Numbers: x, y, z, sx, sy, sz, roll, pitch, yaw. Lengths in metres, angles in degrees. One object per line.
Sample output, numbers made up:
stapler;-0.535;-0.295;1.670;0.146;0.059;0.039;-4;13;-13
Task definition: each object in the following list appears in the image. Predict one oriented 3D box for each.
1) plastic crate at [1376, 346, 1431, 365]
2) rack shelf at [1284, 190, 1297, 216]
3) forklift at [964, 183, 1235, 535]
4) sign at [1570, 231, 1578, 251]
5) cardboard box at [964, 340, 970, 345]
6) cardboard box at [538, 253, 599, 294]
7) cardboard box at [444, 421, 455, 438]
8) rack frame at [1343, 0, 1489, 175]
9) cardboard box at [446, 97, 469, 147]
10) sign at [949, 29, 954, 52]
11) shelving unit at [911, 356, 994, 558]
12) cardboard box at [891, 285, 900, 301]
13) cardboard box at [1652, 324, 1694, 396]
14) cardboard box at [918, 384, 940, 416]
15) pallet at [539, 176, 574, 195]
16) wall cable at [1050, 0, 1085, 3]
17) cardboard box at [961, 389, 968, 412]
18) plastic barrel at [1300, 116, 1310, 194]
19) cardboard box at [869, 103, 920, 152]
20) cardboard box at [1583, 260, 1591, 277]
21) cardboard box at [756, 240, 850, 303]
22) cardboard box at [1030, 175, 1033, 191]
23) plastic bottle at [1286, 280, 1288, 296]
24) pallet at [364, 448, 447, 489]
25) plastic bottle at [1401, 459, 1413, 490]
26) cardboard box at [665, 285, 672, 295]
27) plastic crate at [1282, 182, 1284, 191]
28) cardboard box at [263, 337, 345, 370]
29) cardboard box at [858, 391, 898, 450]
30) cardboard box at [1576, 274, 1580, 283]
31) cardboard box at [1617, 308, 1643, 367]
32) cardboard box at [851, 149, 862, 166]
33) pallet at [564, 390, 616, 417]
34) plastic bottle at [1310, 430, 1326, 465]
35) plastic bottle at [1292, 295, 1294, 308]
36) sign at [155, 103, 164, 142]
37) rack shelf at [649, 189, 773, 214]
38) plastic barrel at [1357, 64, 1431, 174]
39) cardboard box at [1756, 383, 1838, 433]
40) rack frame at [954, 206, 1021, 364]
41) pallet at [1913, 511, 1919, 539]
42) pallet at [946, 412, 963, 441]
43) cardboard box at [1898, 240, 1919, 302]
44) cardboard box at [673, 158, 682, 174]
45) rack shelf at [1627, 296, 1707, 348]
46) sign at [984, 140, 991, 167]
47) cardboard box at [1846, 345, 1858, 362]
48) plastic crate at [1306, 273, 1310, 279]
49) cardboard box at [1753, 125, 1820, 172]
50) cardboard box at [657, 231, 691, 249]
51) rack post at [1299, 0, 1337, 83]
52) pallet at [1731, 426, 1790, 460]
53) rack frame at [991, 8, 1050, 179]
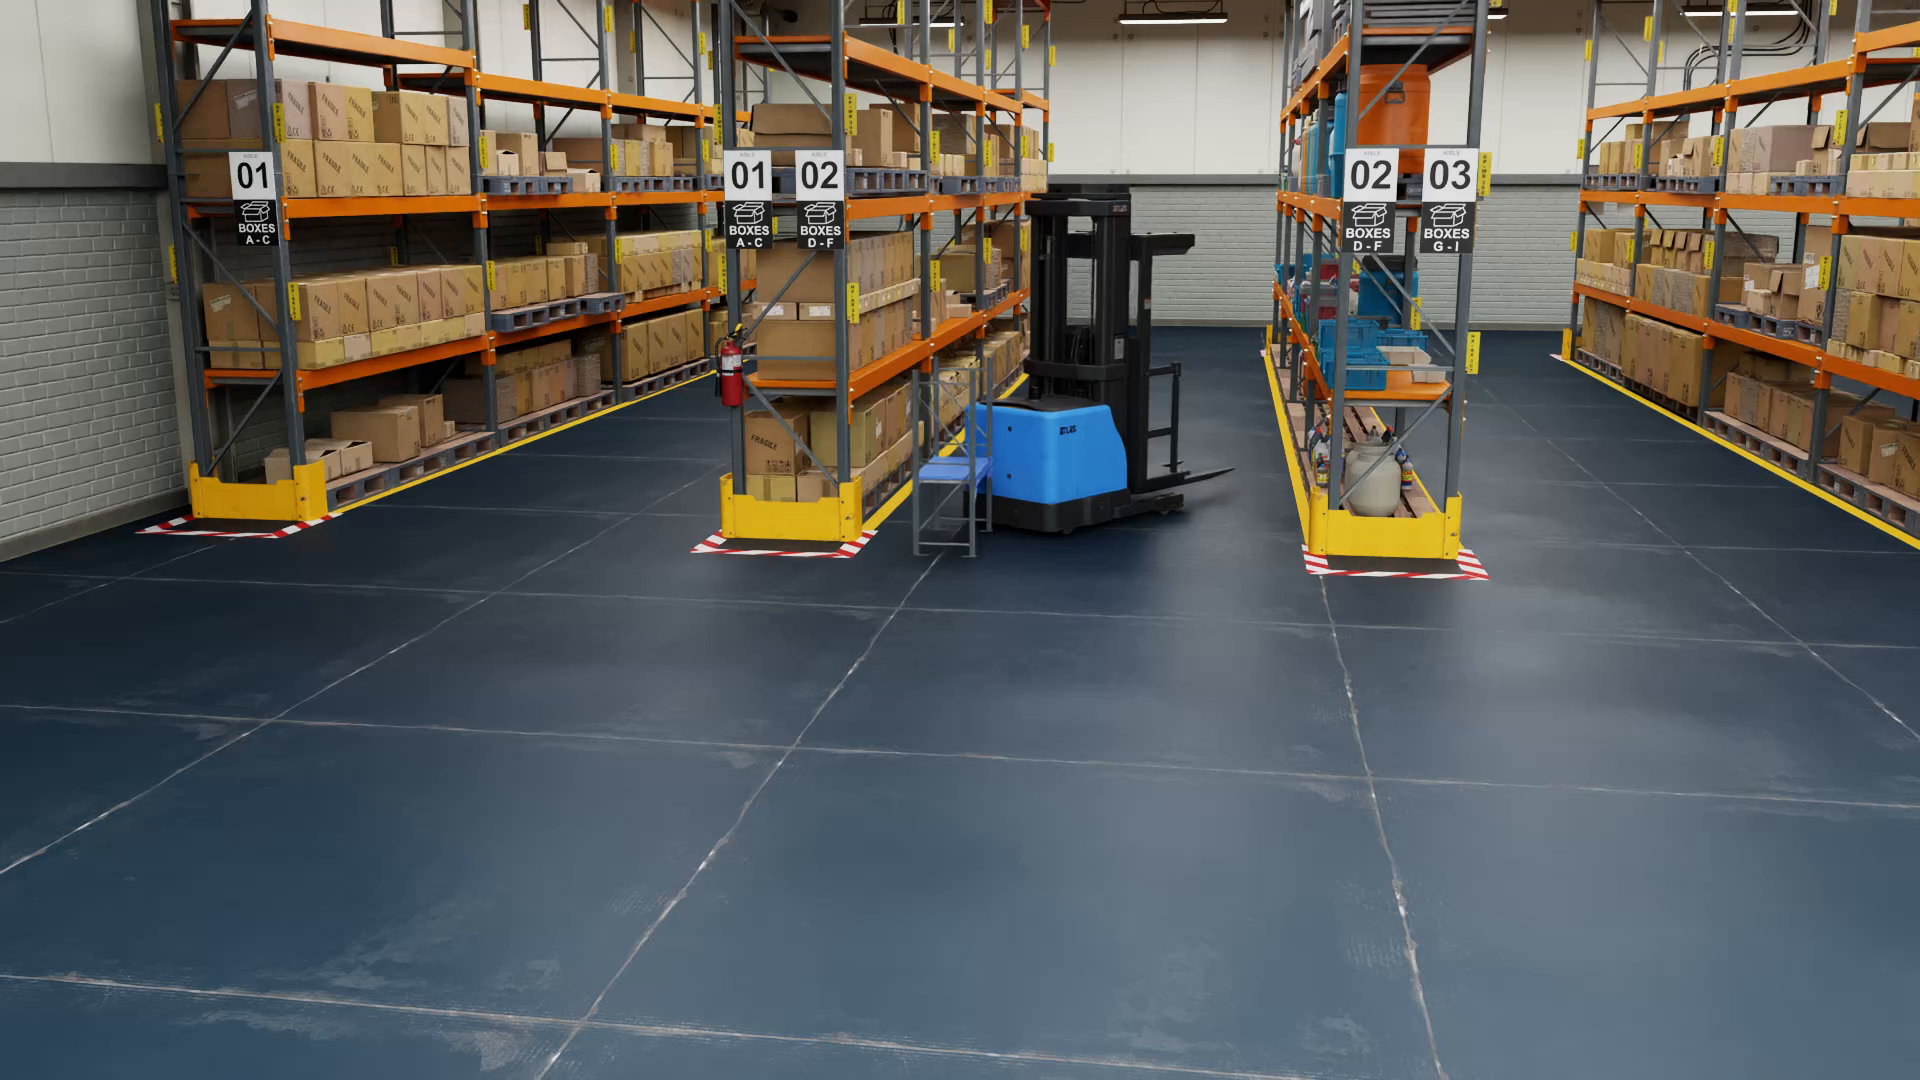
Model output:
plastic crate;4.082;-1.706;15.414;0.530;0.136;0.437;2;12;9
rack shelf;5.004;-4.544;22.548;1.077;0.370;4.000;2;12;9
forklift;1.401;-1.726;15.045;1.130;2.935;3.031;11;16;42
sign;10.273;-4.999;27.829;0.100;0.325;0.005;2;12;9
cardboard box;-0.131;-2.587;23.768;0.500;0.500;0.500;1;12;7
cardboard box;-5.155;-3.500;21.833;0.700;0.500;0.500;0;12;2
cardboard box;-5.761;-1.219;18.213;0.380;0.166;0.250;0;12;1
rack frame;3.466;-4.281;12.497;1.000;3.000;0.127;2;12;9
cardboard box;-5.517;-4.402;17.523;0.500;0.500;0.500;1;12;4
sign;-0.116;-7.457;24.829;0.100;0.325;0.005;2;12;9
shelving unit;-0.051;-0.706;13.709;0.538;1.500;1.048;2;12;8
cardboard box;-0.801;-2.433;16.384;0.380;0.149;0.250;2;12;8
cardboard box;9.862;-2.348;21.814;1.225;0.875;0.875;2;12;9
cardboard box;-0.503;-1.555;18.289;0.500;0.311;0.500;2;12;9
pallet;-5.351;-4.217;19.768;1.213;0.211;1.003;2;12;9
wall cable;3.092;-12.085;33.294;3.097;2.526;0.112;2;12;9
cardboard box;-0.193;-1.706;20.321;0.500;0.250;0.500;2;12;10
plastic barrel;4.356;-4.561;19.727;0.600;0.901;0.600;0;12;0
cardboard box;-0.679;-4.434;17.907;0.500;0.500;0.500;2;12;9
cardboard box;10.407;-4.391;26.897;0.500;0.250;0.500;2;12;8
cardboard box;-1.335;-2.300;14.230;0.700;0.500;0.500;2;12;9
cardboard box;0.896;-5.702;26.566;0.500;0.250;0.500;2;12;9
plastic bottle;4.834;-3.727;24.442;0.061;0.283;0.133;2;12;9
pallet;-5.962;-0.743;16.940;1.003;0.211;1.213;2;12;9
plastic bottle;4.053;-0.597;15.074;0.097;0.271;0.097;0;12;0
cardboard box;-4.489;-3.711;24.644;0.380;0.149;0.250;2;12;7
plastic crate;5.131;-5.461;25.717;0.293;0.136;0.466;2;12;9
cardboard box;-5.934;-1.697;15.055;0.500;0.250;0.500;2;12;7
cardboard box;-0.892;-1.154;15.976;0.500;0.500;0.500;2;12;9
cardboard box;10.440;-4.332;27.572;0.380;0.149;0.250;2;12;9
cardboard box;10.386;-2.987;24.780;0.875;0.875;0.875;2;12;9
cardboard box;-1.073;-3.366;14.638;0.380;0.149;0.250;2;12;9
pallet;-5.214;-1.809;21.885;1.003;0.211;1.213;2;12;9
plastic bottle;3.518;-0.907;16.326;0.144;0.351;0.185;1;12;6
plastic bottle;4.498;-3.207;22.228;0.097;0.201;0.097;0;12;0
sign;-6.868;-3.590;14.312;0.100;0.325;0.005;2;12;9
rack shelf;-4.170;-5.698;27.901;1.077;0.370;4.000;2;12;9
plastic barrel;3.415;-3.335;13.212;0.600;0.830;0.708;2;12;9
cardboard box;9.354;-1.472;18.592;0.700;0.500;0.500;3;13;13
rack frame;0.418;-4.007;25.468;1.000;3.000;0.127;2;12;9
pallet;8.532;-0.008;13.531;1.003;0.211;1.213;2;12;9
pallet;-0.553;-1.388;19.934;1.003;0.211;1.213;2;12;9
cardboard box;8.436;-2.305;14.253;0.500;0.500;0.500;2;12;9
cardboard box;-4.604;-5.964;26.551;0.500;0.250;0.500;2;12;9
rack shelf;9.898;-2.918;22.119;1.077;0.370;4.000;2;12;9
sign;0.350;-4.913;21.134;0.100;0.325;0.005;2;12;9
cardboard box;8.583;-1.758;15.627;0.380;0.149;0.250;2;12;9
plastic crate;5.921;-4.344;27.512;0.396;0.136;0.243;2;12;9
cardboard box;9.112;-4.313;18.341;0.500;0.500;0.500;2;12;7
cardboard box;-4.385;-4.526;25.104;0.500;0.250;0.500;2;12;10
rack post;4.299;-5.624;18.254;1.013;1.000;3.121;2;12;9
pallet;9.279;-1.074;18.476;1.003;0.211;1.213;2;12;9
rack frame;1.033;-7.773;28.700;1.000;3.000;0.127;2;12;9
